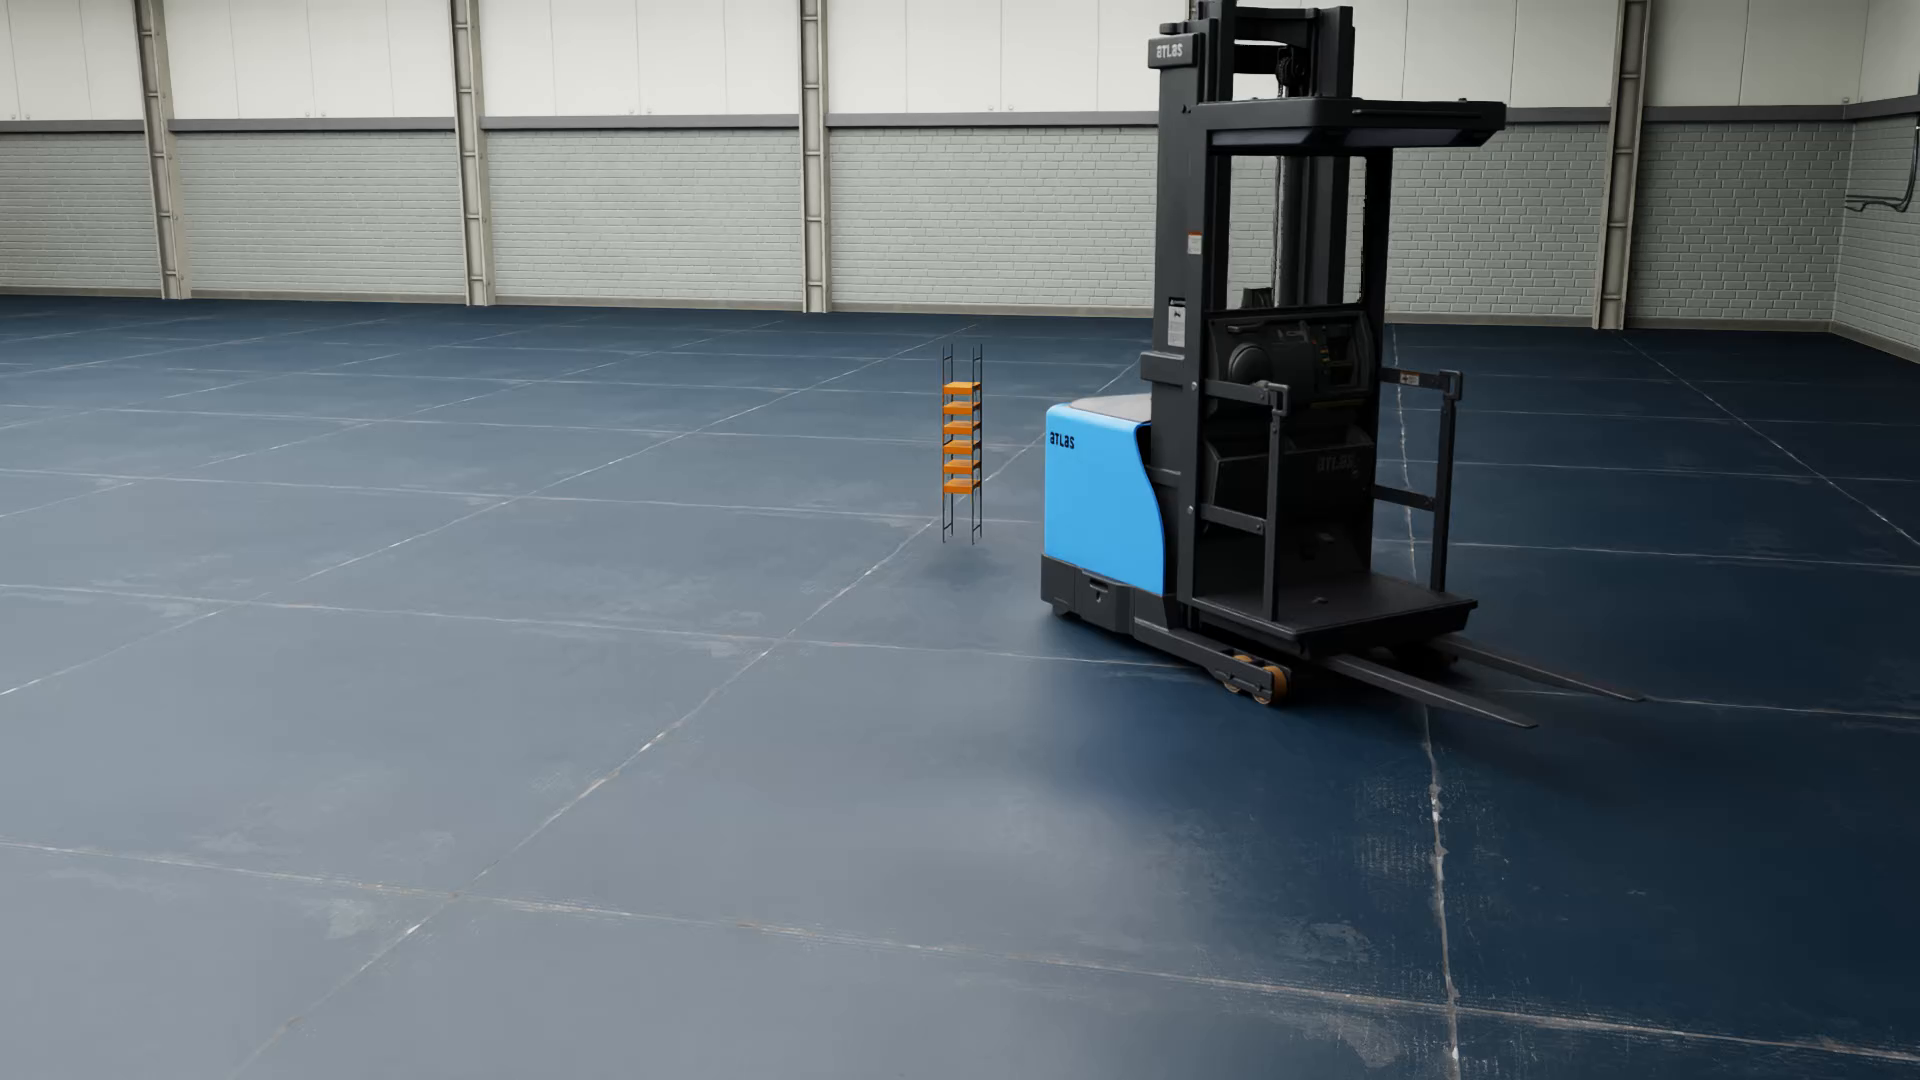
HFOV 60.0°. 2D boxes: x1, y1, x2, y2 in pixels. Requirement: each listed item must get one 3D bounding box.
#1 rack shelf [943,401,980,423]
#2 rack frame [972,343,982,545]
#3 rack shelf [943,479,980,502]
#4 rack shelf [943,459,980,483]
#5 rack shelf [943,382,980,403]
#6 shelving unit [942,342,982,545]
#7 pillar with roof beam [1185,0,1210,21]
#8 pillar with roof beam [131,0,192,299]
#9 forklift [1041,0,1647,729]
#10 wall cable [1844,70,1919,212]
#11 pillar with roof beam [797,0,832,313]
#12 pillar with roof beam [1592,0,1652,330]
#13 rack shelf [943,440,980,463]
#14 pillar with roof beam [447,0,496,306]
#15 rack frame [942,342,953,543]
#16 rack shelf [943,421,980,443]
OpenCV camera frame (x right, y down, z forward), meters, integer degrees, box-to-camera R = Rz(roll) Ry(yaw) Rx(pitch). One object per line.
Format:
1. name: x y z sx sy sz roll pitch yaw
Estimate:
1. rack shelf: 0.014 -0.776 10.058 0.180 0.103 0.258 3 13 14
2. rack frame: 0.103 -0.580 10.079 0.006 1.200 0.240 3 13 14
3. rack shelf: 0.014 -0.307 10.162 0.180 0.103 0.258 3 13 14
4. rack shelf: 0.014 -0.424 10.136 0.180 0.103 0.258 3 13 14
5. rack shelf: 0.014 -0.893 10.032 0.180 0.103 0.258 3 13 14
6. shelving unit: 0.014 -0.585 10.100 0.189 1.200 0.258 3 13 14
7. pillar with roof beam: 2.496 -6.857 20.366 0.400 9.000 9.100 3 13 14
8. pillar with roof beam: -14.980 -7.792 24.576 0.400 9.000 9.100 3 13 14
9. forklift: 1.601 -0.844 7.271 1.130 2.935 3.031 -7 14 -30
10. wall cable: 11.896 -5.504 21.437 0.112 2.526 3.097 3 13 14
11. pillar with roof beam: -3.329 -7.169 21.769 0.400 9.000 9.100 3 13 14
12. pillar with roof beam: 8.321 -6.546 18.962 0.400 9.000 9.100 3 13 14
13. rack shelf: 0.014 -0.542 10.110 0.180 0.103 0.258 3 13 14
14. pillar with roof beam: -9.154 -7.480 23.173 0.400 9.000 9.100 3 13 14
15. rack frame: -0.075 -0.590 10.122 0.006 1.200 0.240 3 13 14
16. rack shelf: 0.014 -0.659 10.084 0.180 0.103 0.258 3 13 14
